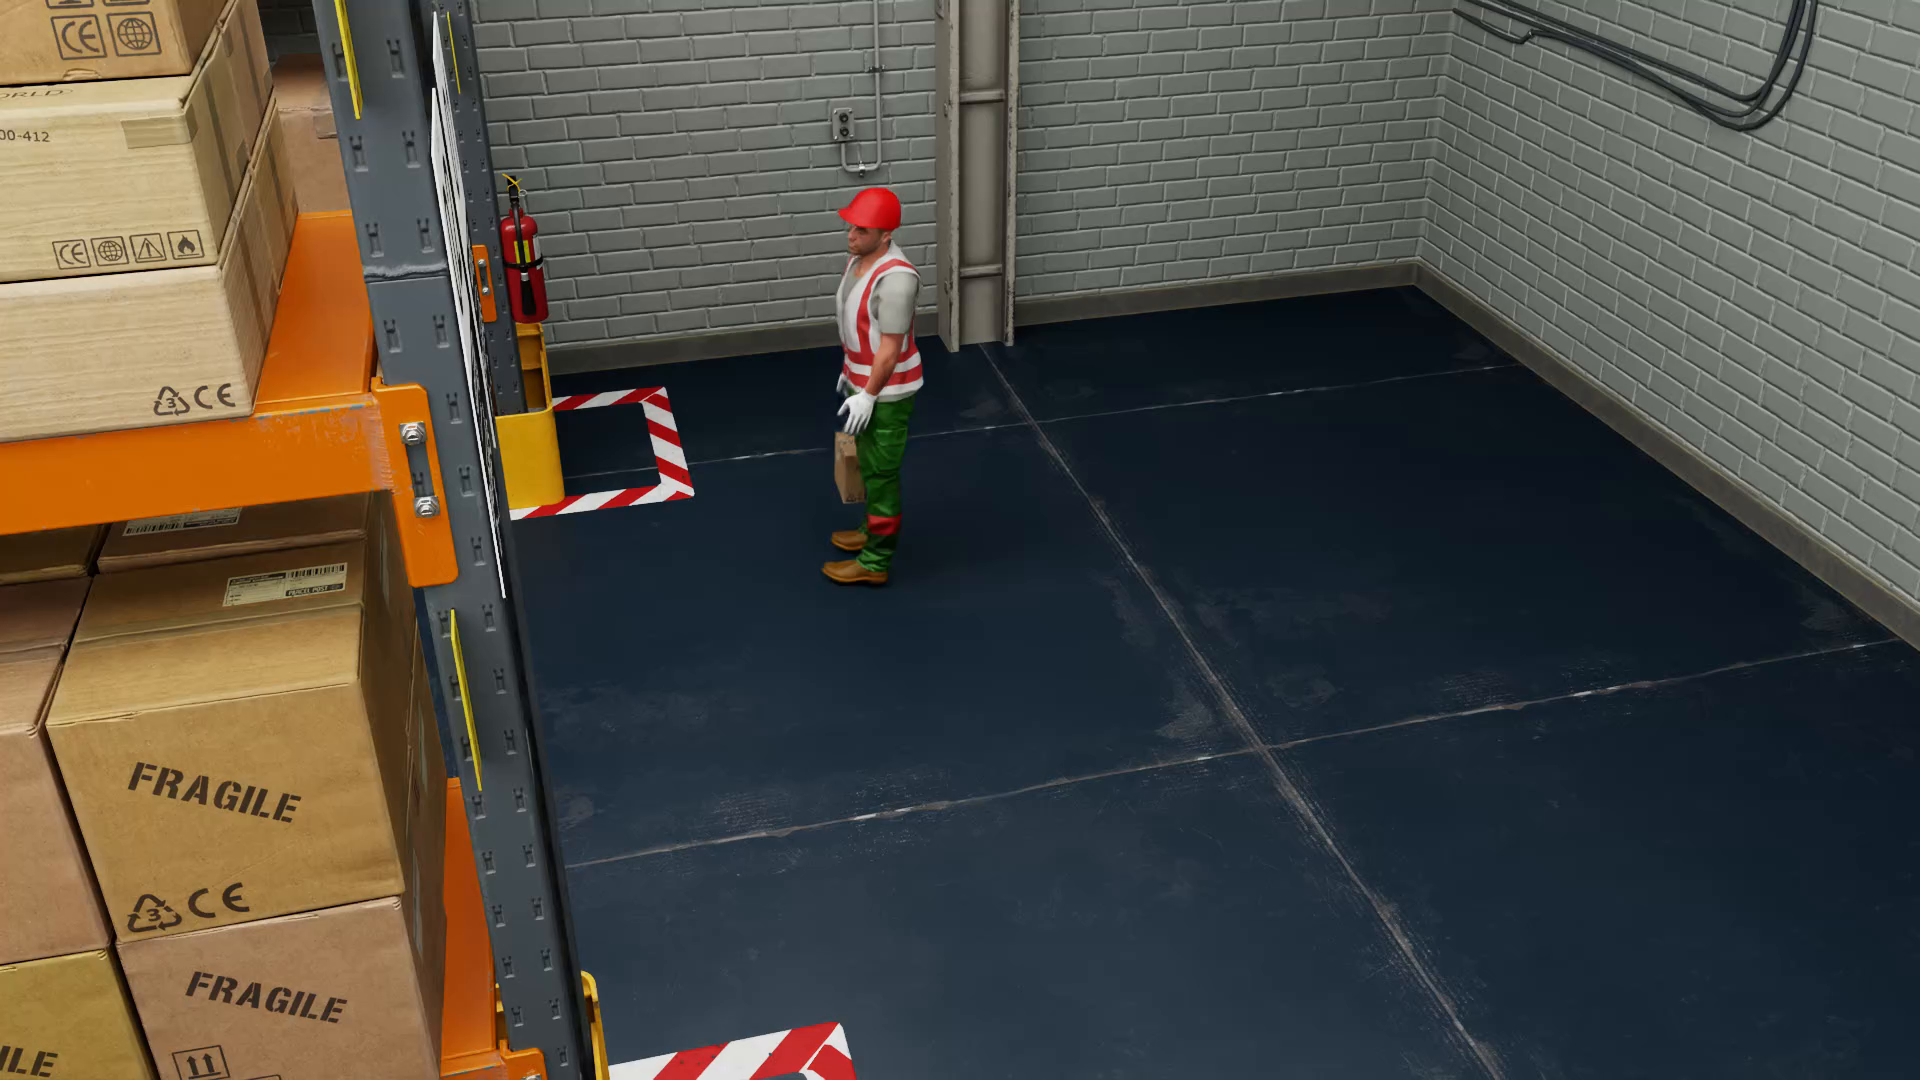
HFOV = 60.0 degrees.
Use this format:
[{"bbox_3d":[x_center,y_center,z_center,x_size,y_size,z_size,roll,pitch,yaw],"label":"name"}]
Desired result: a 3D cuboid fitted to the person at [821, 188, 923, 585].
[{"bbox_3d":[-0.425,-0.660,7.194,0.475,1.798,0.562,-11,32,-18],"label":"person"}]
